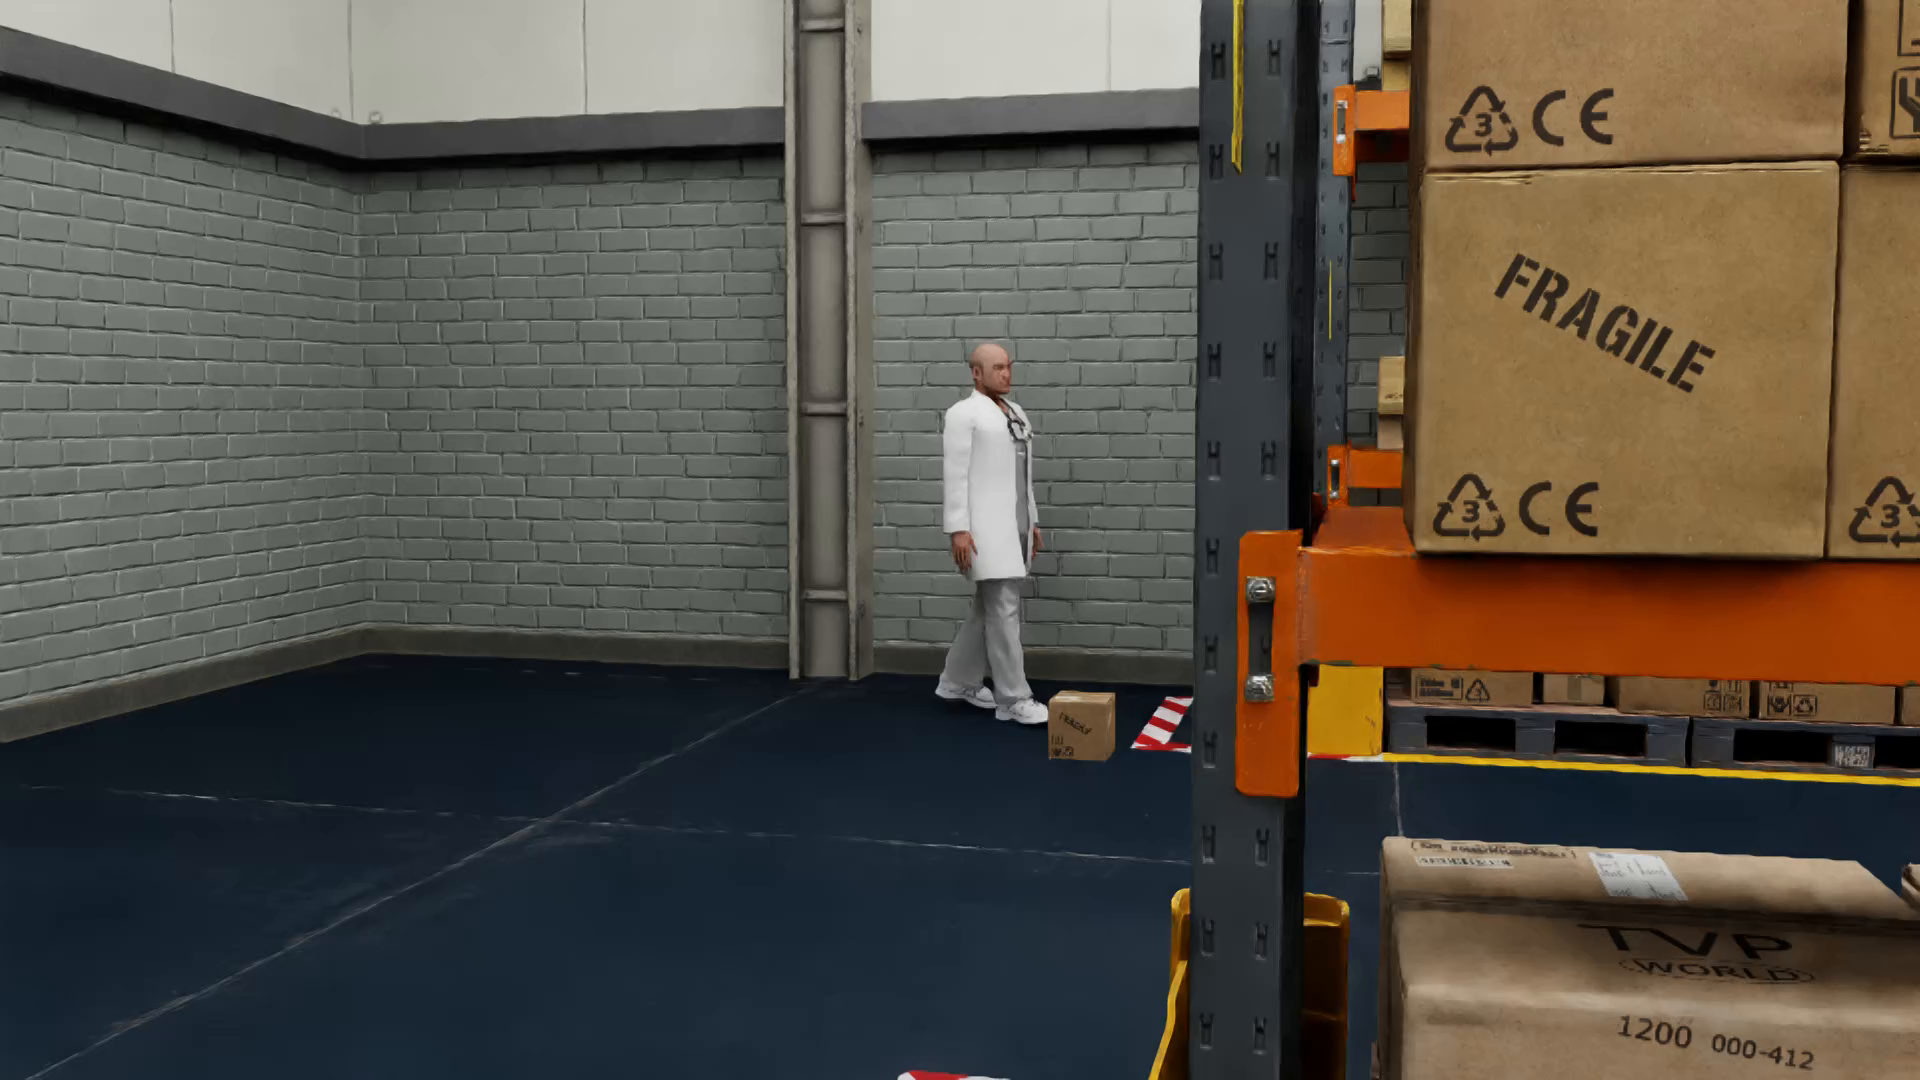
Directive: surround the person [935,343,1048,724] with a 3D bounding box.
[{"bbox_3d":[0.190,-0.046,7.913,0.751,1.775,0.605,3,6,32],"label":"person"}]
